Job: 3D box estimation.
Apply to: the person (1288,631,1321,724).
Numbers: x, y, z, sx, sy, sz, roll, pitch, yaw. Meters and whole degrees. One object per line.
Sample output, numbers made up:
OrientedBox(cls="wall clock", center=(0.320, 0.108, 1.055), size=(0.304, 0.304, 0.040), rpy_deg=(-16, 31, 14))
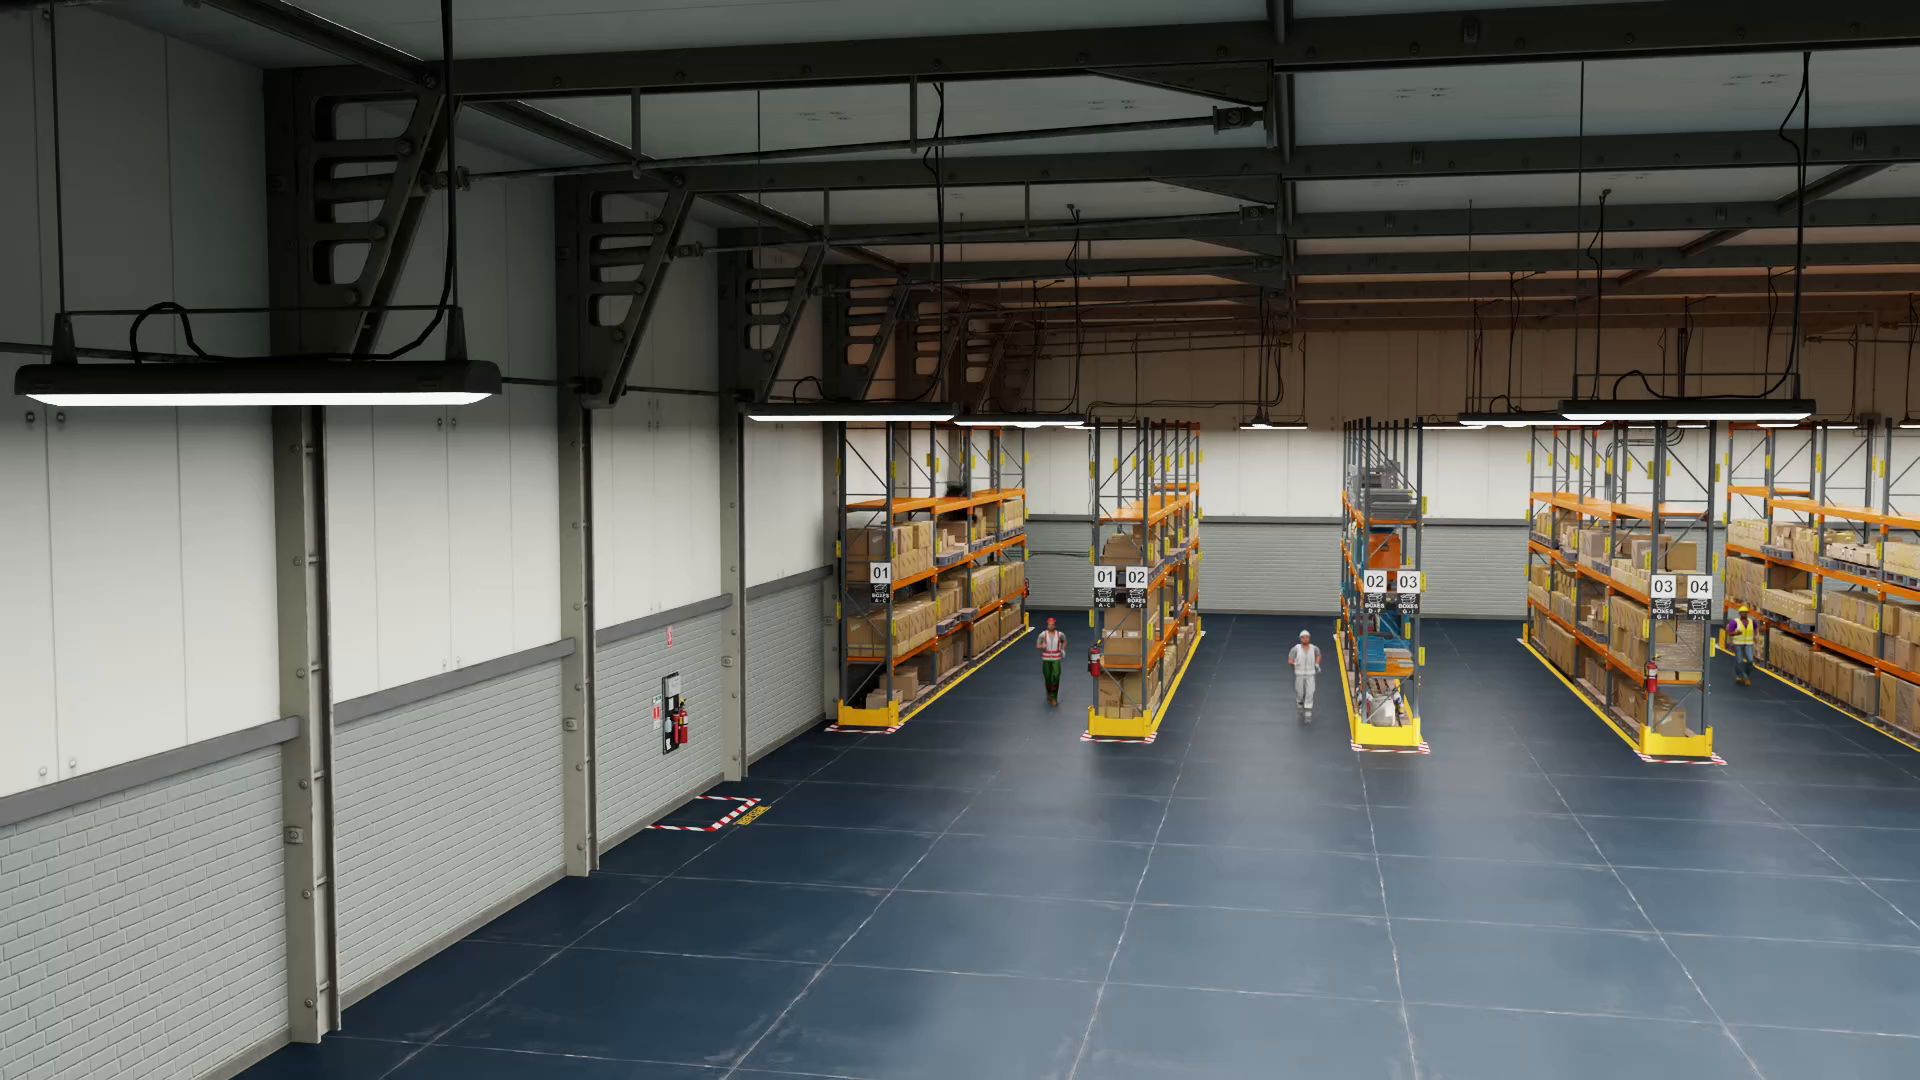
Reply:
OrientedBox(cls="person", center=(6.801, 2.678, 32.807), size=(0.656, 1.786, 0.987), rpy_deg=(0, 4, 6))

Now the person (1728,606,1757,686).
OrientedBox(cls="person", center=(17.730, 2.404, 37.639), size=(0.662, 1.812, 0.706), rpy_deg=(1, 4, 13))

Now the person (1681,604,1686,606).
OrientedBox(cls="person", center=(19.150, 2.031, 44.664), size=(0.580, 1.671, 0.730), rpy_deg=(-3, 5, -35))

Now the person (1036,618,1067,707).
OrientedBox(cls="person", center=(1.918, 2.547, 34.923), size=(0.632, 1.832, 0.765), rpy_deg=(0, 4, 5))
